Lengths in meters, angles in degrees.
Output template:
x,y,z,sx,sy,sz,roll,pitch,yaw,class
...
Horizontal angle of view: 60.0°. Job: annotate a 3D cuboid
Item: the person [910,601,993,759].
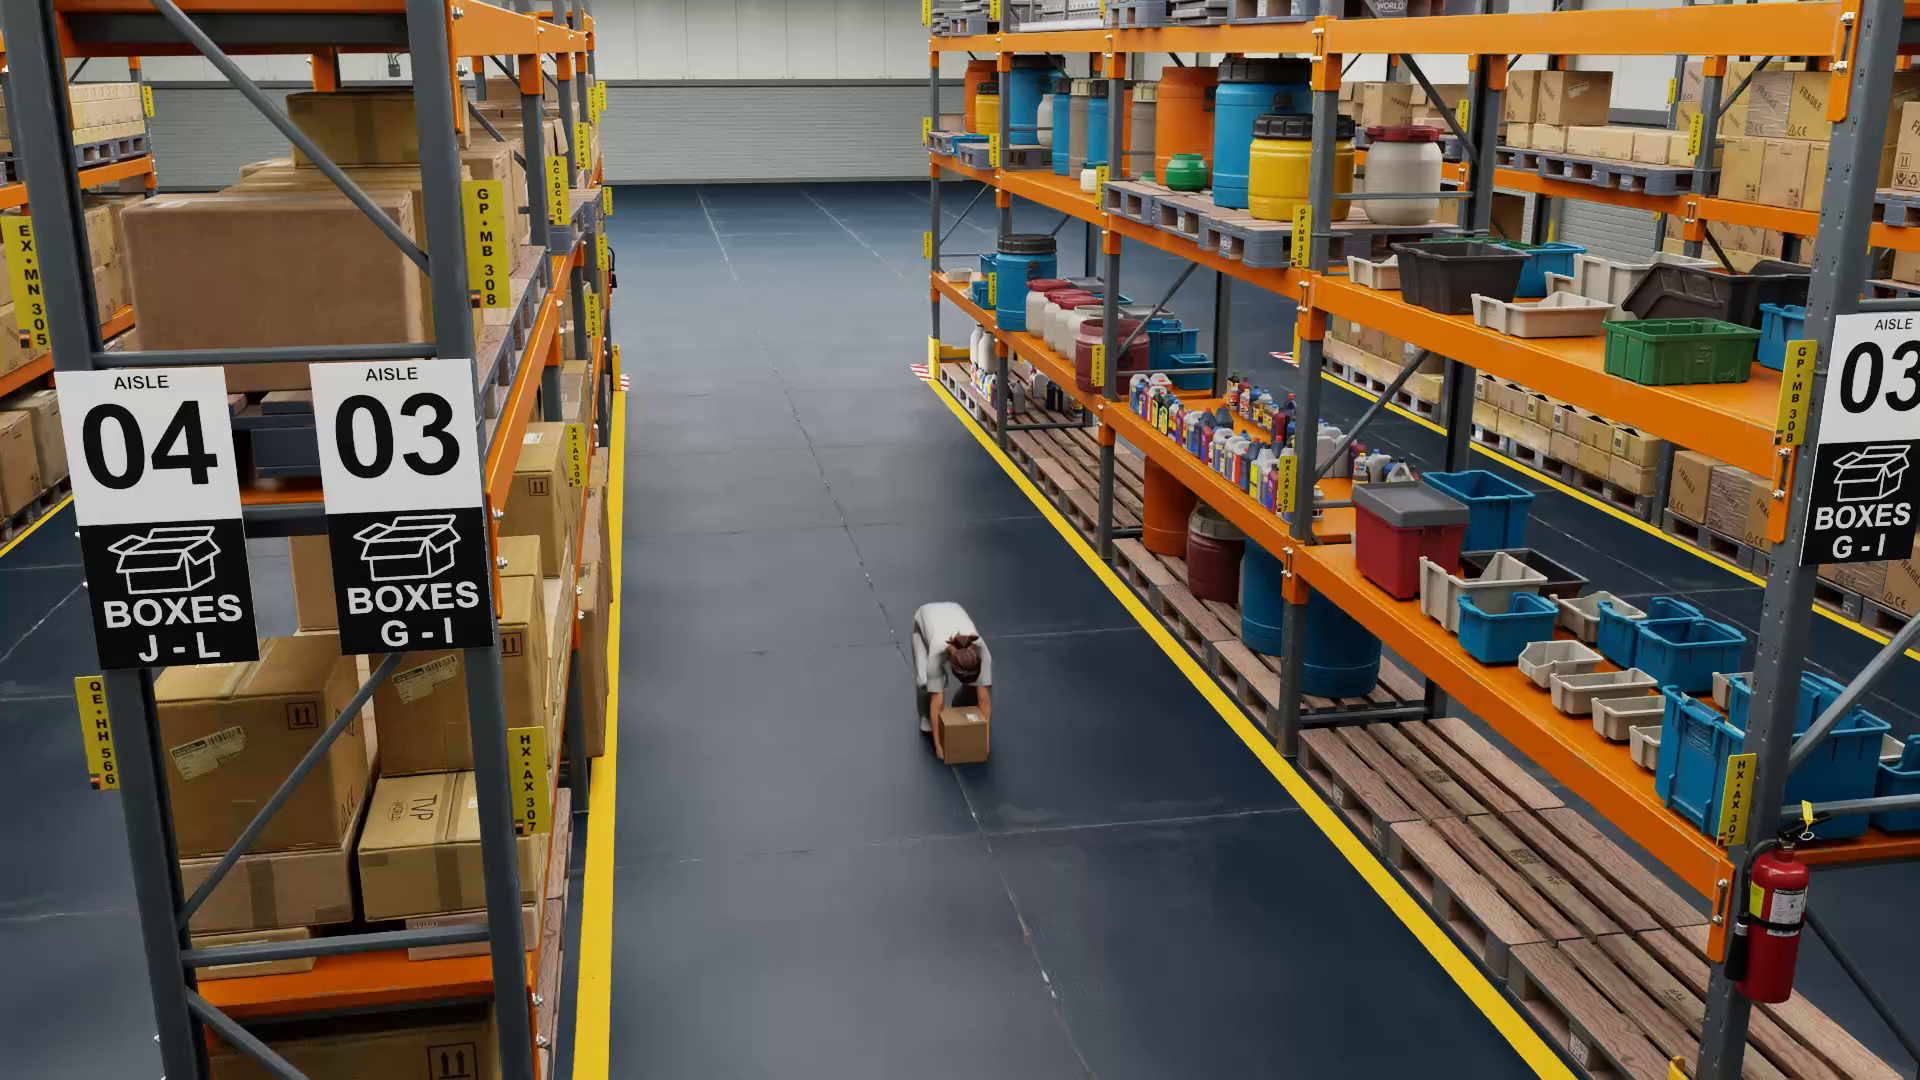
x,y,z,sx,sy,sz,roll,pitch,yaw,class
-0.042,0.818,9.923,0.470,0.785,0.866,-4,17,-12,person
